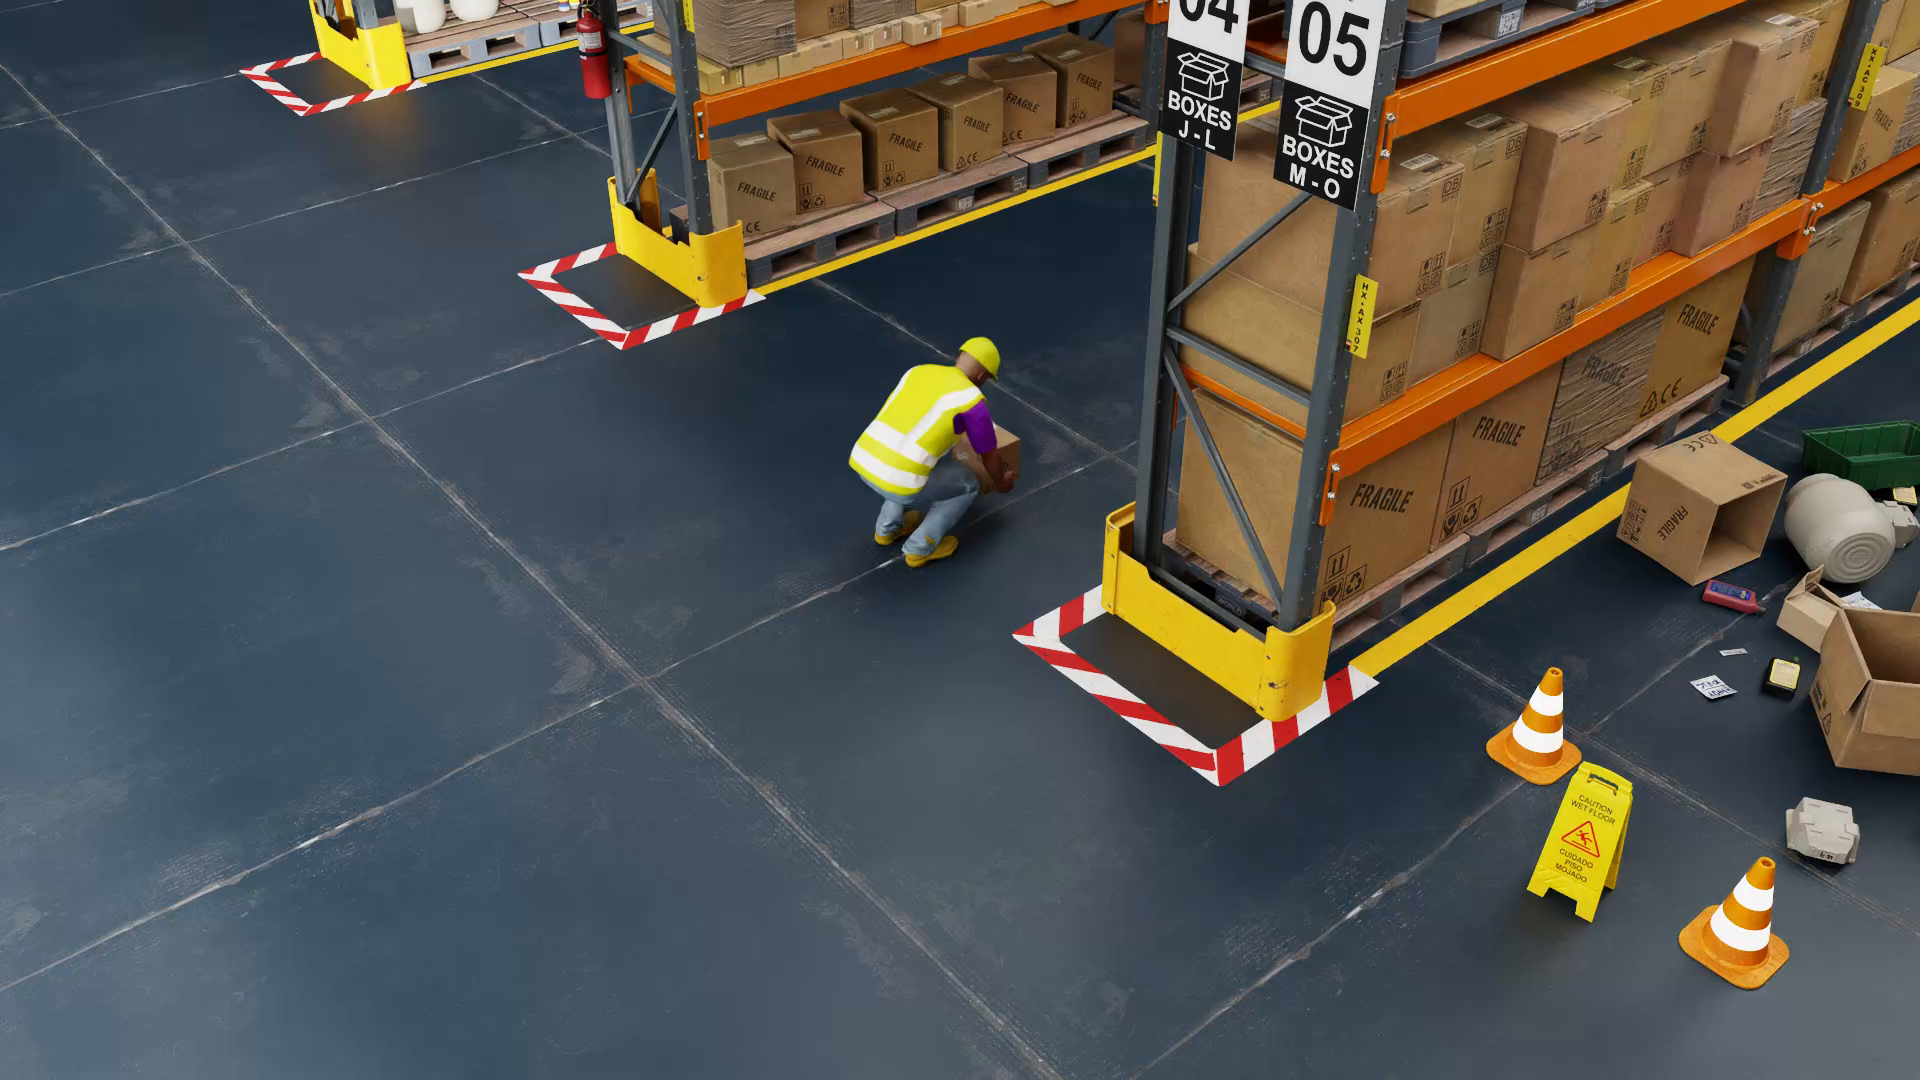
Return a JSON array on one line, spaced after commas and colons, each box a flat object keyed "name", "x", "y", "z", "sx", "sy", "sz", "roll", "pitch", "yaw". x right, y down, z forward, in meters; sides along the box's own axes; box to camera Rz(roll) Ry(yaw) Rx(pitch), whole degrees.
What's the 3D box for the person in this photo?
[{"name": "person", "x": -0.140, "y": -0.450, "z": 8.340, "sx": 0.914, "sy": 1.009, "sz": 0.535, "roll": -27, "pitch": 44, "yaw": -33}]
